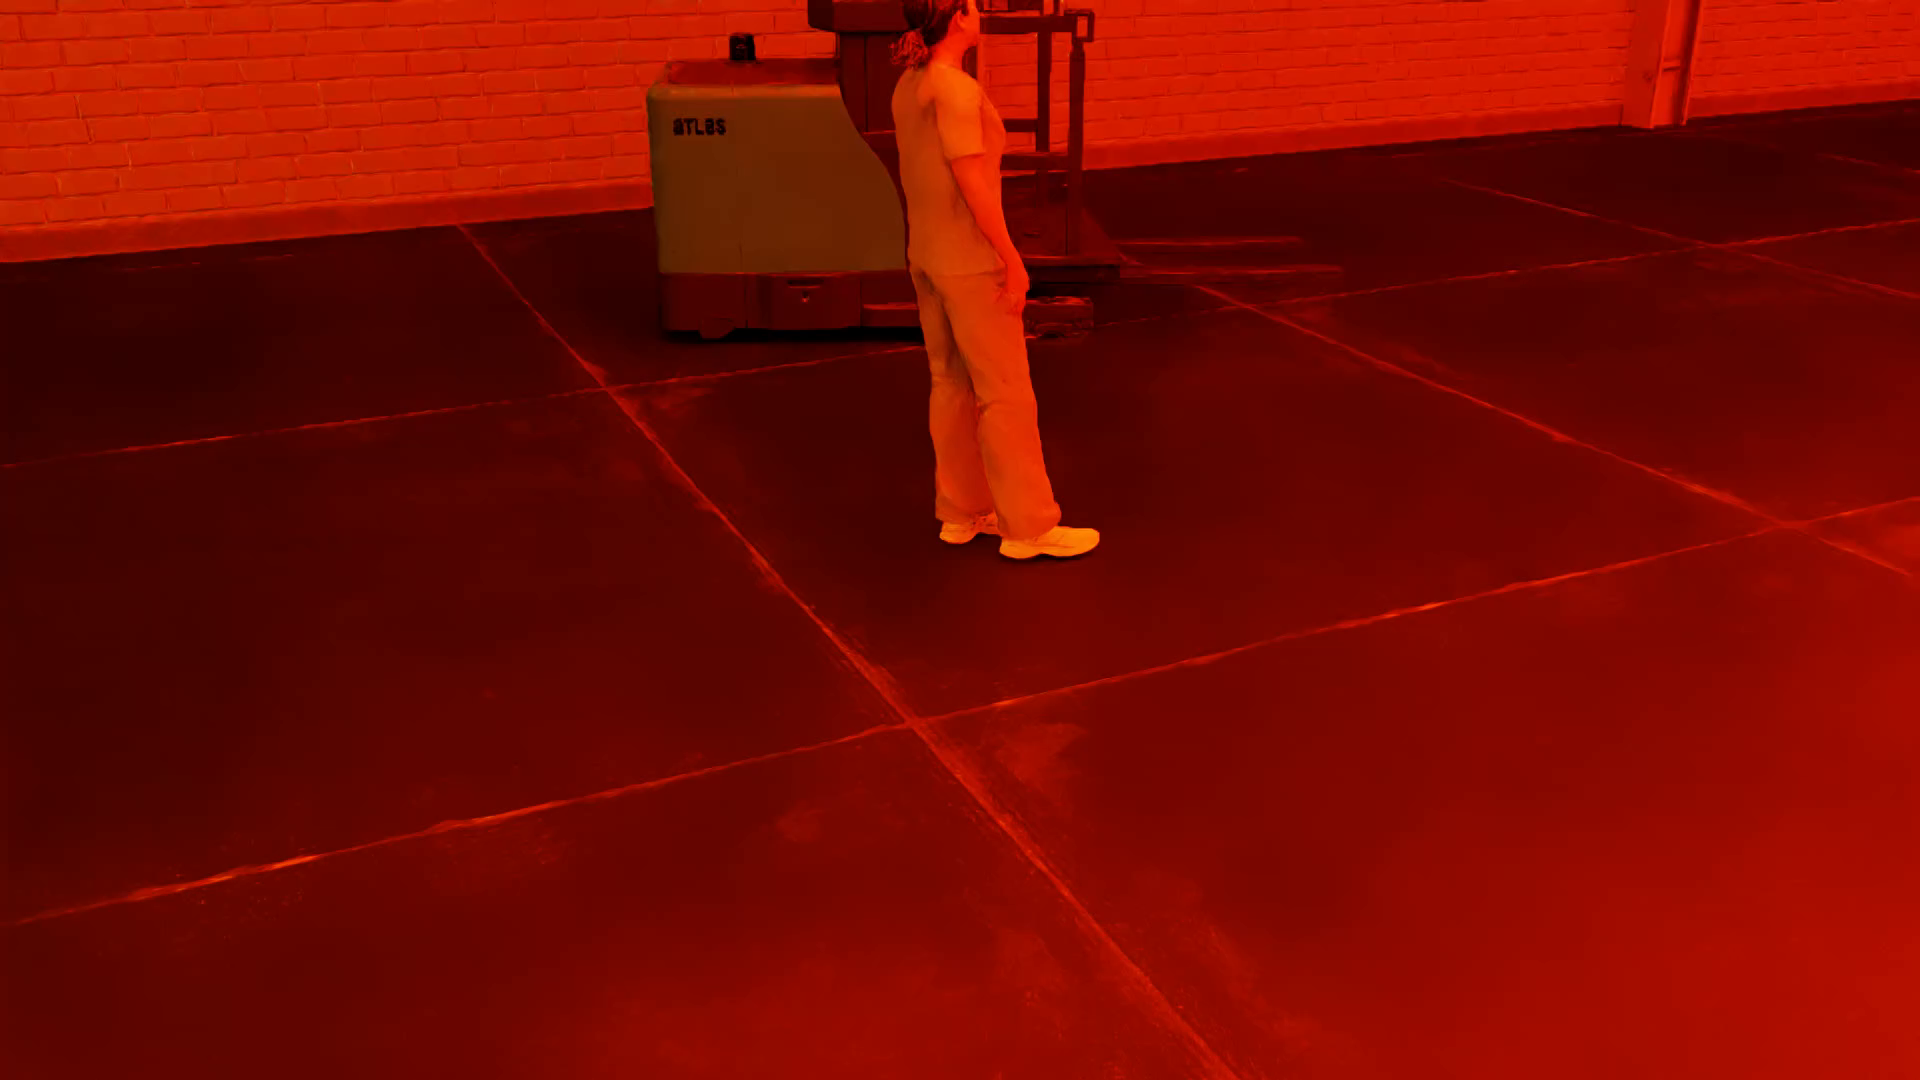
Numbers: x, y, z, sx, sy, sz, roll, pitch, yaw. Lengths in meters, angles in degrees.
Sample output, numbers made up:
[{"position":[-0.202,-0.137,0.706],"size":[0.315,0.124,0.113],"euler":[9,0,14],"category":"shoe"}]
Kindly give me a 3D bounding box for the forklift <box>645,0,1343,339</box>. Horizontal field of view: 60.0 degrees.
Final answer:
[{"position":[0.174,-2.428,7.130],"size":[3.031,2.935,1.130],"euler":[-2,23,-5],"category":"forklift"}]

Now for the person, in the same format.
[{"position":[0.073,-0.788,4.800],"size":[0.548,1.674,0.550],"euler":[-10,25,-23],"category":"person"}]
